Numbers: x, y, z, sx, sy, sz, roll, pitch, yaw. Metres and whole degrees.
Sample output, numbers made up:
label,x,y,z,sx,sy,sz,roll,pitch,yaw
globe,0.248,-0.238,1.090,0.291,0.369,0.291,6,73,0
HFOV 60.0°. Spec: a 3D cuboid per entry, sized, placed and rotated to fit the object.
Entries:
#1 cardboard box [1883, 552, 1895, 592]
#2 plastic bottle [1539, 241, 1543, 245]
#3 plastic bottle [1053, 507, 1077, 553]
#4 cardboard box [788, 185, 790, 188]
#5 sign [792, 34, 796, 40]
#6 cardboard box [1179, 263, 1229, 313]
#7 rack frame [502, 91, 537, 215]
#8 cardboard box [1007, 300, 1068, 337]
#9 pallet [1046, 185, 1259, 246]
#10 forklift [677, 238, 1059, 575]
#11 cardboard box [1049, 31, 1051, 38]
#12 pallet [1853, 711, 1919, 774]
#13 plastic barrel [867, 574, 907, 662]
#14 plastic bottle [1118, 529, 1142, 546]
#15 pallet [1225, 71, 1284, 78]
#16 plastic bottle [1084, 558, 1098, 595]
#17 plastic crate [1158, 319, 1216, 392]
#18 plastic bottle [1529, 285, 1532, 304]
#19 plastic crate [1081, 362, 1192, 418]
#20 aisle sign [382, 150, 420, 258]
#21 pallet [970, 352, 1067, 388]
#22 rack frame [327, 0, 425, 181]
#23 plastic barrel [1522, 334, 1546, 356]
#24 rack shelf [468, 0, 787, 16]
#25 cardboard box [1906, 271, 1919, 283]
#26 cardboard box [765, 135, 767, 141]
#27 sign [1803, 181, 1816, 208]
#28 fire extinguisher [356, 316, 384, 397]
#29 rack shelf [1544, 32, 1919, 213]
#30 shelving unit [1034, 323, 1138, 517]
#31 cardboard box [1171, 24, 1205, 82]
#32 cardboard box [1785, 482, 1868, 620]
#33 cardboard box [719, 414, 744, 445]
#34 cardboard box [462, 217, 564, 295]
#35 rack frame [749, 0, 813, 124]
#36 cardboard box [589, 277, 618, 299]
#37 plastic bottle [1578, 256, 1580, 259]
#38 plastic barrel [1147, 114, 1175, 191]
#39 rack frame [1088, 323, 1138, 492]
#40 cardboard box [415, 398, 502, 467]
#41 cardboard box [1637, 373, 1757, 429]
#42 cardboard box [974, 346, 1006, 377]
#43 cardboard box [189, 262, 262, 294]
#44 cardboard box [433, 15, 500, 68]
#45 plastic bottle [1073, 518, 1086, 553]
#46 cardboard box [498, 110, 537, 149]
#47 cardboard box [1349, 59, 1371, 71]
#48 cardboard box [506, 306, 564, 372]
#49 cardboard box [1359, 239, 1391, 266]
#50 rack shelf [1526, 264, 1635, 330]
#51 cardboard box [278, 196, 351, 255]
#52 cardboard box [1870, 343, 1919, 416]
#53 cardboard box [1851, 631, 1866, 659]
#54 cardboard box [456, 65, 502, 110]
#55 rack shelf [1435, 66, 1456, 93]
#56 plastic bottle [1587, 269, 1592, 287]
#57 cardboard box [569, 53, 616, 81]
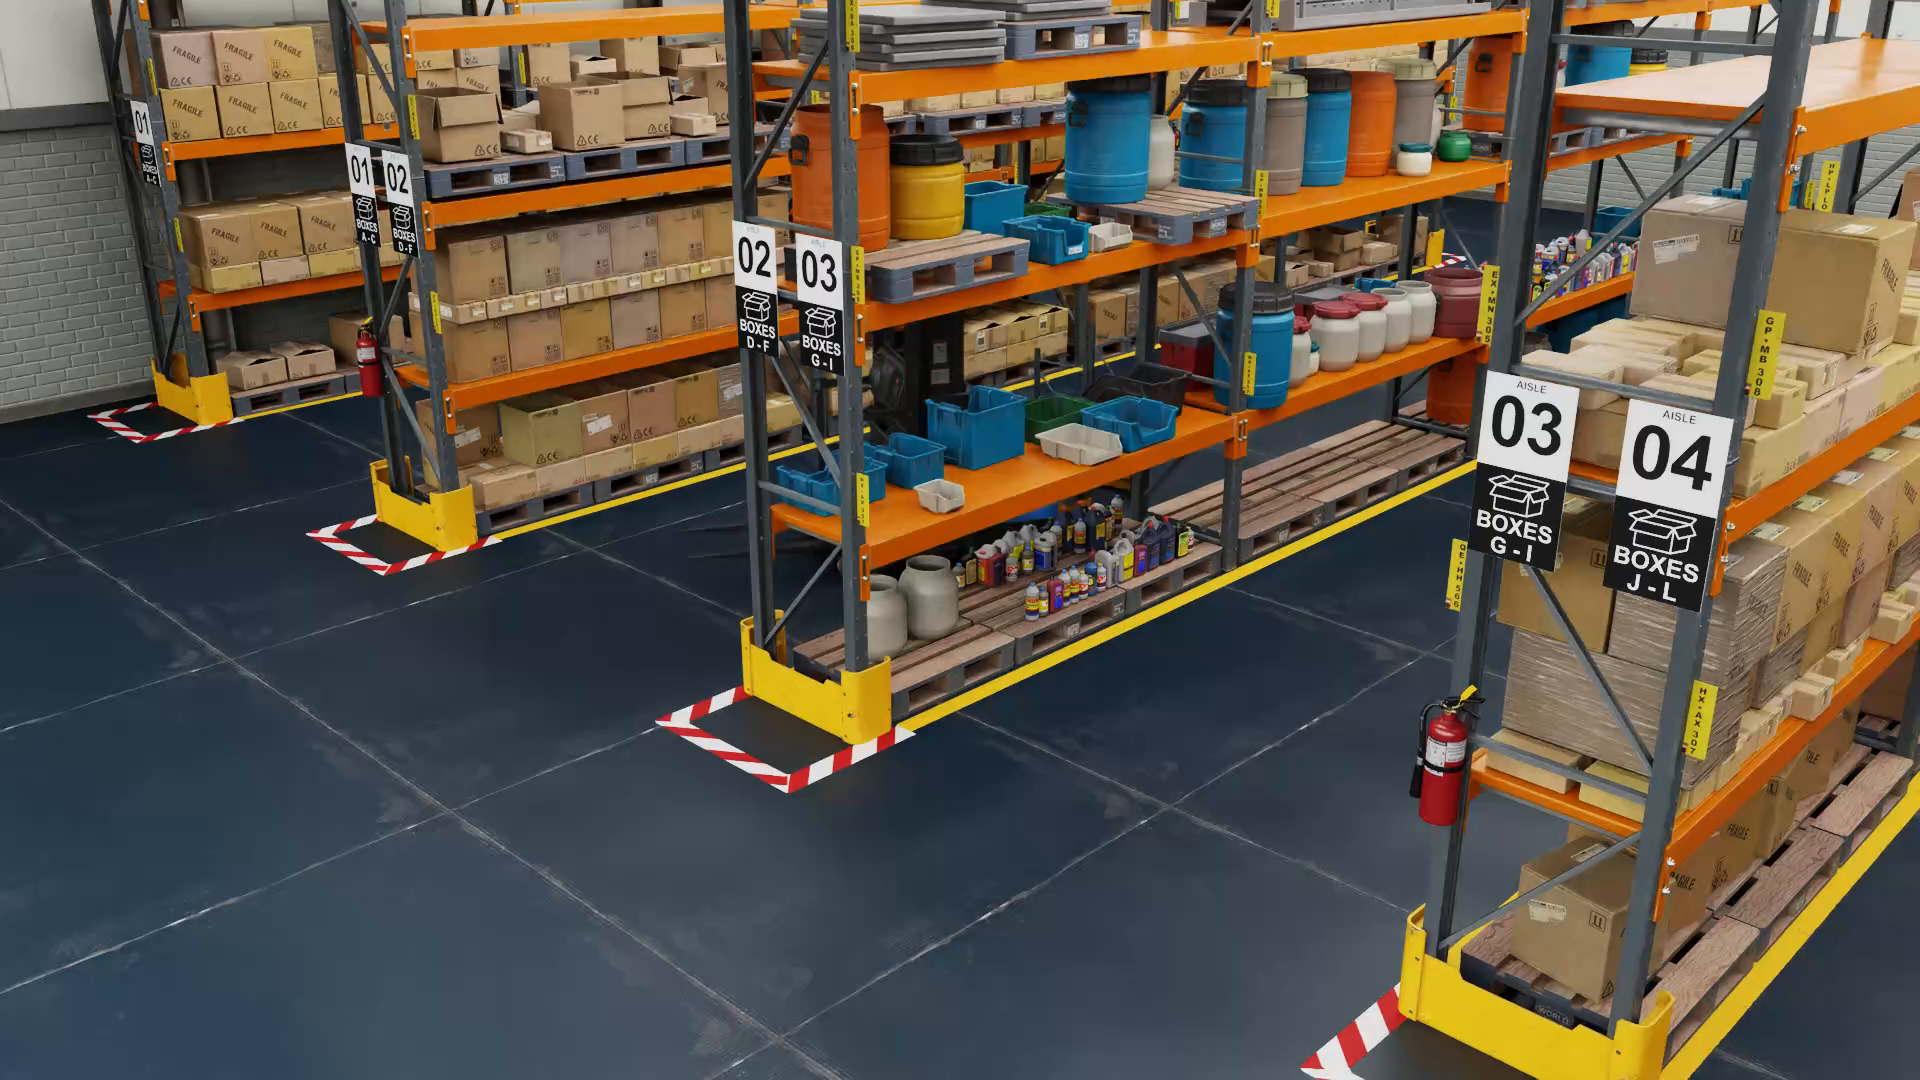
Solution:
label,x,y,z,sx,sy,sz,roll,pitch,yaw
cardboard box,4.633,-0.003,9.210,0.875,0.500,0.500,19,28,41
plastic bottle,6.216,-3.064,17.889,0.061,0.283,0.133,19,28,41
plastic bottle,0.824,-0.094,13.079,0.144,0.351,0.185,18,27,38
cardboard box,-2.096,-4.704,22.316,0.380,0.149,0.250,19,28,40
sign,-2.104,-6.290,21.219,0.100,0.325,0.005,19,28,41
cardboard box,3.011,-3.161,20.850,0.500,0.500,0.500,20,29,41
rack frame,-5.282,-3.757,19.530,1.000,3.000,0.127,19,28,41
cardboard box,0.871,-2.524,18.788,0.500,0.311,0.500,-19,28,-41
pallet,1.383,-2.379,12.028,1.213,0.211,1.003,19,28,41
forklift,-0.760,-1.289,13.205,3.031,2.935,1.130,-6,22,-15
cardboard box,1.336,-7.625,24.897,0.500,0.250,0.500,18,28,40
pallet,5.907,1.063,10.875,1.003,0.211,1.213,19,28,41
plastic barrel,-0.570,0.528,11.264,0.421,0.512,0.421,0,21,0
plastic bottle,1.316,0.045,12.821,0.152,0.276,0.135,19,28,41
pallet,3.346,-5.737,20.762,1.213,0.211,1.003,19,28,41
plastic bottle,0.964,0.265,12.255,0.097,0.271,0.097,0,21,0
plastic crate,1.935,-1.508,13.590,0.402,0.464,0.583,19,28,41
plastic bottle,5.463,-2.397,16.164,0.152,0.276,0.135,19,28,41
plastic crate,1.360,-1.146,12.823,0.767,0.338,0.504,19,28,41
aisle sign,-4.347,-2.610,12.922,0.394,0.787,0.004,19,28,41
pallet,0.458,-2.043,18.957,1.003,0.211,1.213,19,28,41
rack frame,-4.520,-4.290,12.555,1.000,3.000,0.127,19,28,41
plastic barrel,5.724,-1.796,17.205,0.600,0.588,0.708,19,28,41
rack shelf,-3.887,-6.549,19.992,1.077,0.370,4.000,19,28,41
cardboard box,4.981,-1.266,8.522,0.380,0.149,0.250,18,27,38
cardboard box,-2.711,-5.244,21.741,0.380,0.149,0.250,15,26,34
sign,10.593,-4.305,20.727,0.100,0.325,0.005,19,28,41
fire extinguisher,-4.936,-1.540,13.869,0.296,0.674,0.183,19,28,41
rack shelf,3.970,-1.987,7.569,1.077,0.370,4.000,19,28,41
shelving unit,1.114,-1.024,14.509,0.587,1.500,1.083,12,24,29
cardboard box,2.518,-5.809,19.825,0.600,0.600,0.600,18,27,39
cardboard box,3.855,0.009,7.783,0.500,0.500,0.500,19,28,41
cardboard box,-2.253,-1.131,15.944,0.500,0.250,0.500,19,28,41
cardboard box,-3.786,-2.409,14.075,0.700,0.500,0.500,18,28,39
rack frame,-1.730,-5.318,15.230,1.000,3.000,0.127,19,28,41
cardboard box,-3.195,-2.218,14.482,0.380,0.149,0.250,19,28,40
plastic bottle,6.389,-2.800,17.220,0.097,0.271,0.097,0,21,0
plastic barrel,1.375,-2.864,12.285,0.421,0.512,0.421,0,21,0
rack frame,1.372,-1.177,14.908,0.500,1.500,0.032,12,24,29
cardboard box,-4.359,-0.965,14.467,0.500,0.500,0.500,19,28,41
cardboard box,2.932,-0.539,6.629,0.380,0.149,0.250,19,28,40
cardboard box,0.158,-2.001,18.208,0.500,0.250,0.500,-19,28,-41
cardboard box,-7.504,-2.714,16.998,0.500,0.250,0.500,18,28,39
cardboard box,-5.437,-5.483,18.279,0.500,0.500,0.500,16,26,36
plastic bottle,0.941,-0.038,13.044,0.097,0.271,0.097,0,21,0
cardboard box,-3.906,-3.443,13.962,0.500,0.250,0.500,19,28,41
cardboard box,5.069,-6.223,21.975,0.500,0.250,0.500,19,28,41
cardboard box,-3.823,-1.789,14.272,0.500,0.500,0.700,-19,28,-41
cardboard box,5.754,-4.086,23.607,0.500,0.250,0.500,19,28,41
rack shelf,6.002,-2.484,17.220,1.077,0.370,4.000,19,28,41
cardboard box,-6.807,-3.321,17.533,0.500,0.500,0.500,18,27,39
cardboard box,4.159,-0.794,7.850,0.500,0.250,0.500,-19,28,-40
cardboard box,4.518,0.517,8.760,0.380,0.149,0.250,19,28,41
cardboard box,-5.459,-5.021,18.470,0.500,0.500,0.500,-19,28,-41
rack shelf,5.246,-6.153,22.585,1.077,0.370,4.000,19,28,41
plastic bottle,6.430,-2.704,17.068,0.097,0.201,0.097,0,21,0
cardboard box,-4.413,-5.590,19.658,0.500,0.311,0.500,-19,28,-40
